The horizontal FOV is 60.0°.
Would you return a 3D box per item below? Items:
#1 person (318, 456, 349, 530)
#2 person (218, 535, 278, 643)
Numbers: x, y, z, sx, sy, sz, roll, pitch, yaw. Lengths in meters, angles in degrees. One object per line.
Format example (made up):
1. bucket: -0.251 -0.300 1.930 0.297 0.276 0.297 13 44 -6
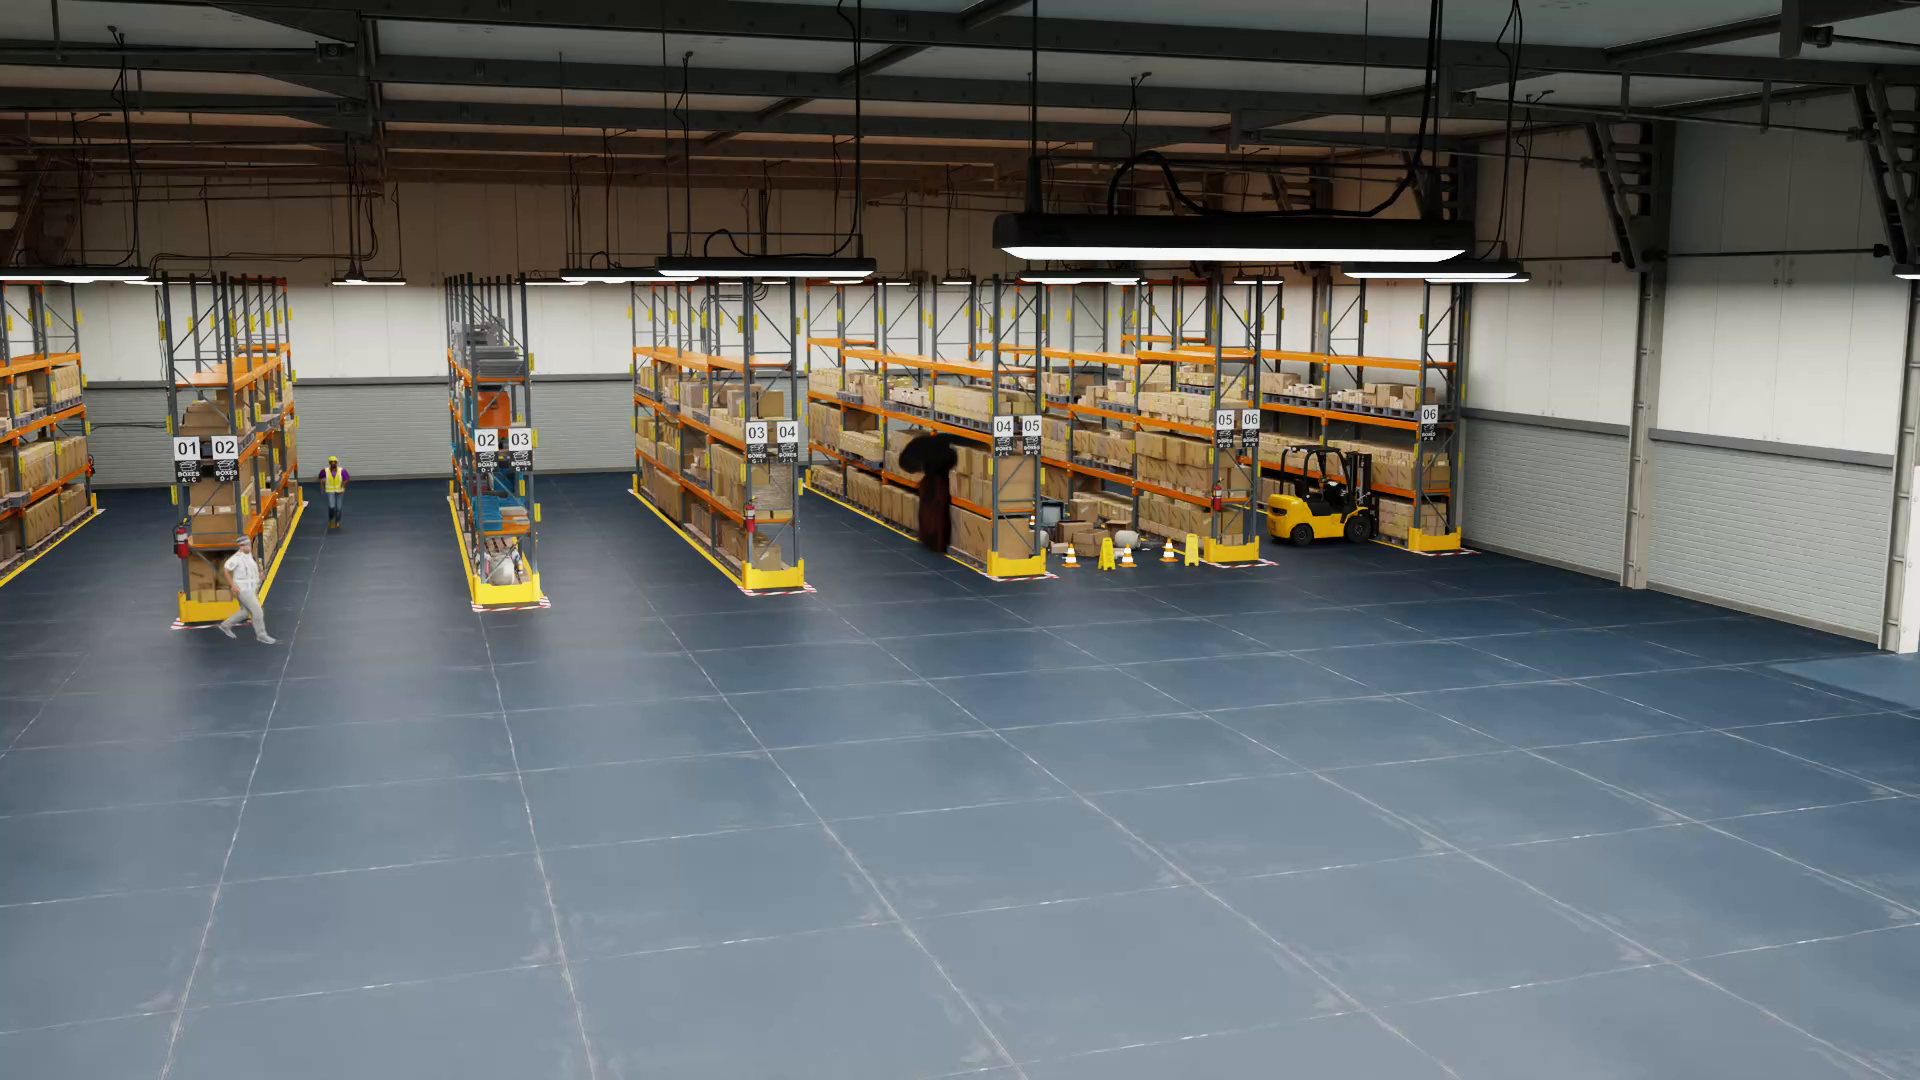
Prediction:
1. person: -14.917 -1.124 39.671 0.692 1.754 0.682 -4 9 -24
2. person: -11.606 0.808 26.962 0.940 1.793 0.708 -1 9 -5
